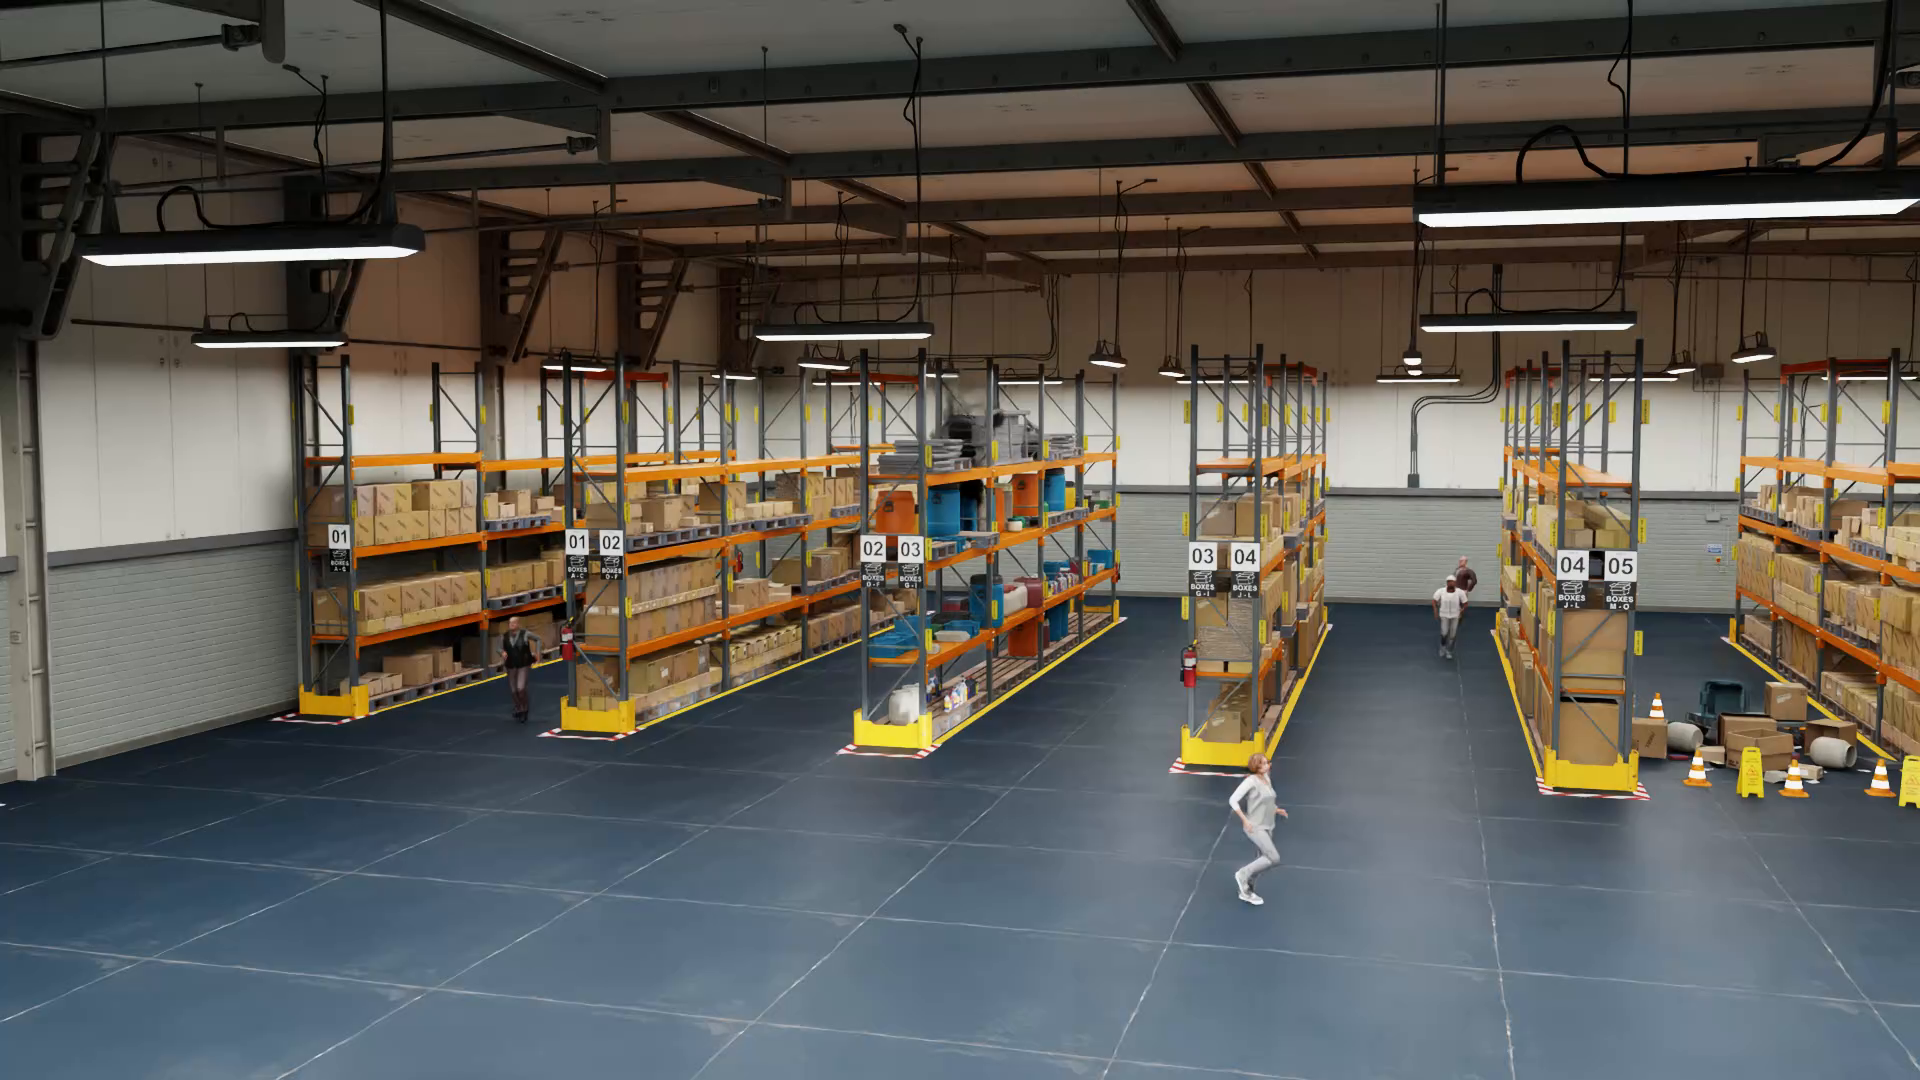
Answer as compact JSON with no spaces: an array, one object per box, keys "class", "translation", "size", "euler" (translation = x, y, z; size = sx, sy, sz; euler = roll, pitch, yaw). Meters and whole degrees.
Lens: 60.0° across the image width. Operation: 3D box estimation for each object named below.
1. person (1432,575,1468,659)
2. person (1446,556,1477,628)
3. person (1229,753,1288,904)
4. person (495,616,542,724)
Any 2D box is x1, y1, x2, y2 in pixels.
[{"class":"person","translation":[10.042,1.581,34.040],"size":[0.706,1.726,0.574],"euler":[1,4,12]},{"class":"person","translation":[11.665,1.248,38.900],"size":[0.598,1.742,0.731],"euler":[-1,4,-8]},{"class":"person","translation":[3.080,2.949,16.945],"size":[0.549,1.559,0.522],"euler":[3,5,37]},{"class":"person","translation":[-7.214,2.105,27.121],"size":[0.710,1.741,0.728],"euler":[0,4,5]}]
